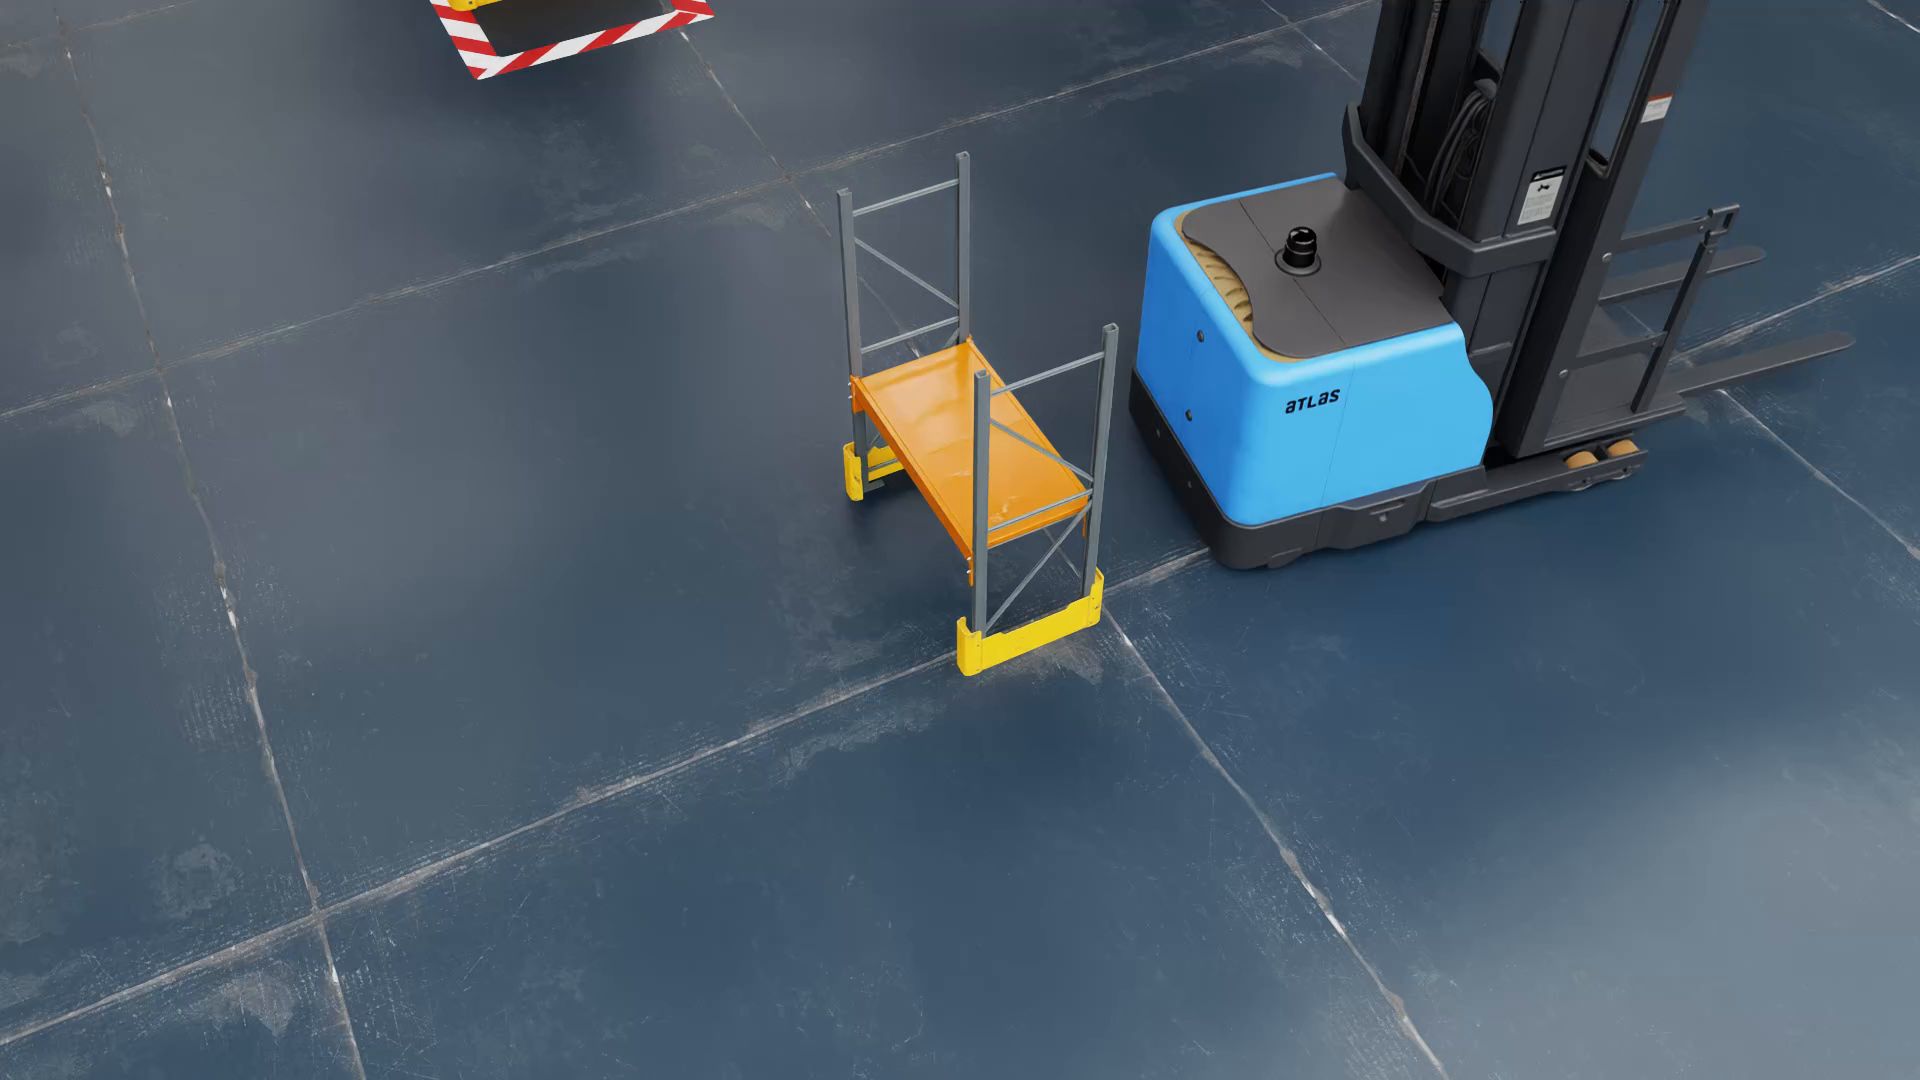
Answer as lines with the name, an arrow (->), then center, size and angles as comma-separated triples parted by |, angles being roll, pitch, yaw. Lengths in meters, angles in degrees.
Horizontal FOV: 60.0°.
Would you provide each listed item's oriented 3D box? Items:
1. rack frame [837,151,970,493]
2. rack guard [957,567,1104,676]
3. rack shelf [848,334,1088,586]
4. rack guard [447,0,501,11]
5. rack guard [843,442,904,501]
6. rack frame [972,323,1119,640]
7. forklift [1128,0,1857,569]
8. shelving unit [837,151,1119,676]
rack frame -> -0.194, -0.777, 6.326 | 0.500, 1.500, 0.032 | -21, 52, -18
rack guard -> 0.263, 0.302, 6.212 | 0.587, 0.250, 0.087 | -21, 52, -18
rack shelf -> 0.039, -0.318, 6.164 | 0.538, 0.185, 1.000 | -21, 52, -18
rack guard -> -2.349, -3.390, 9.275 | 1.175, 0.500, 0.348 | -21, 52, -18
rack guard -> -0.193, -0.365, 6.795 | 0.587, 0.250, 0.087 | -21, 52, -18
rack frame -> 0.272, -0.096, 5.731 | 0.500, 1.500, 0.032 | -21, 52, -18
forklift -> 2.286, -1.529, 6.033 | 3.031, 2.935, 1.130 | -15, 50, -13
shelving unit -> 0.035, -0.443, 6.033 | 0.587, 1.500, 1.083 | -21, 52, -18
